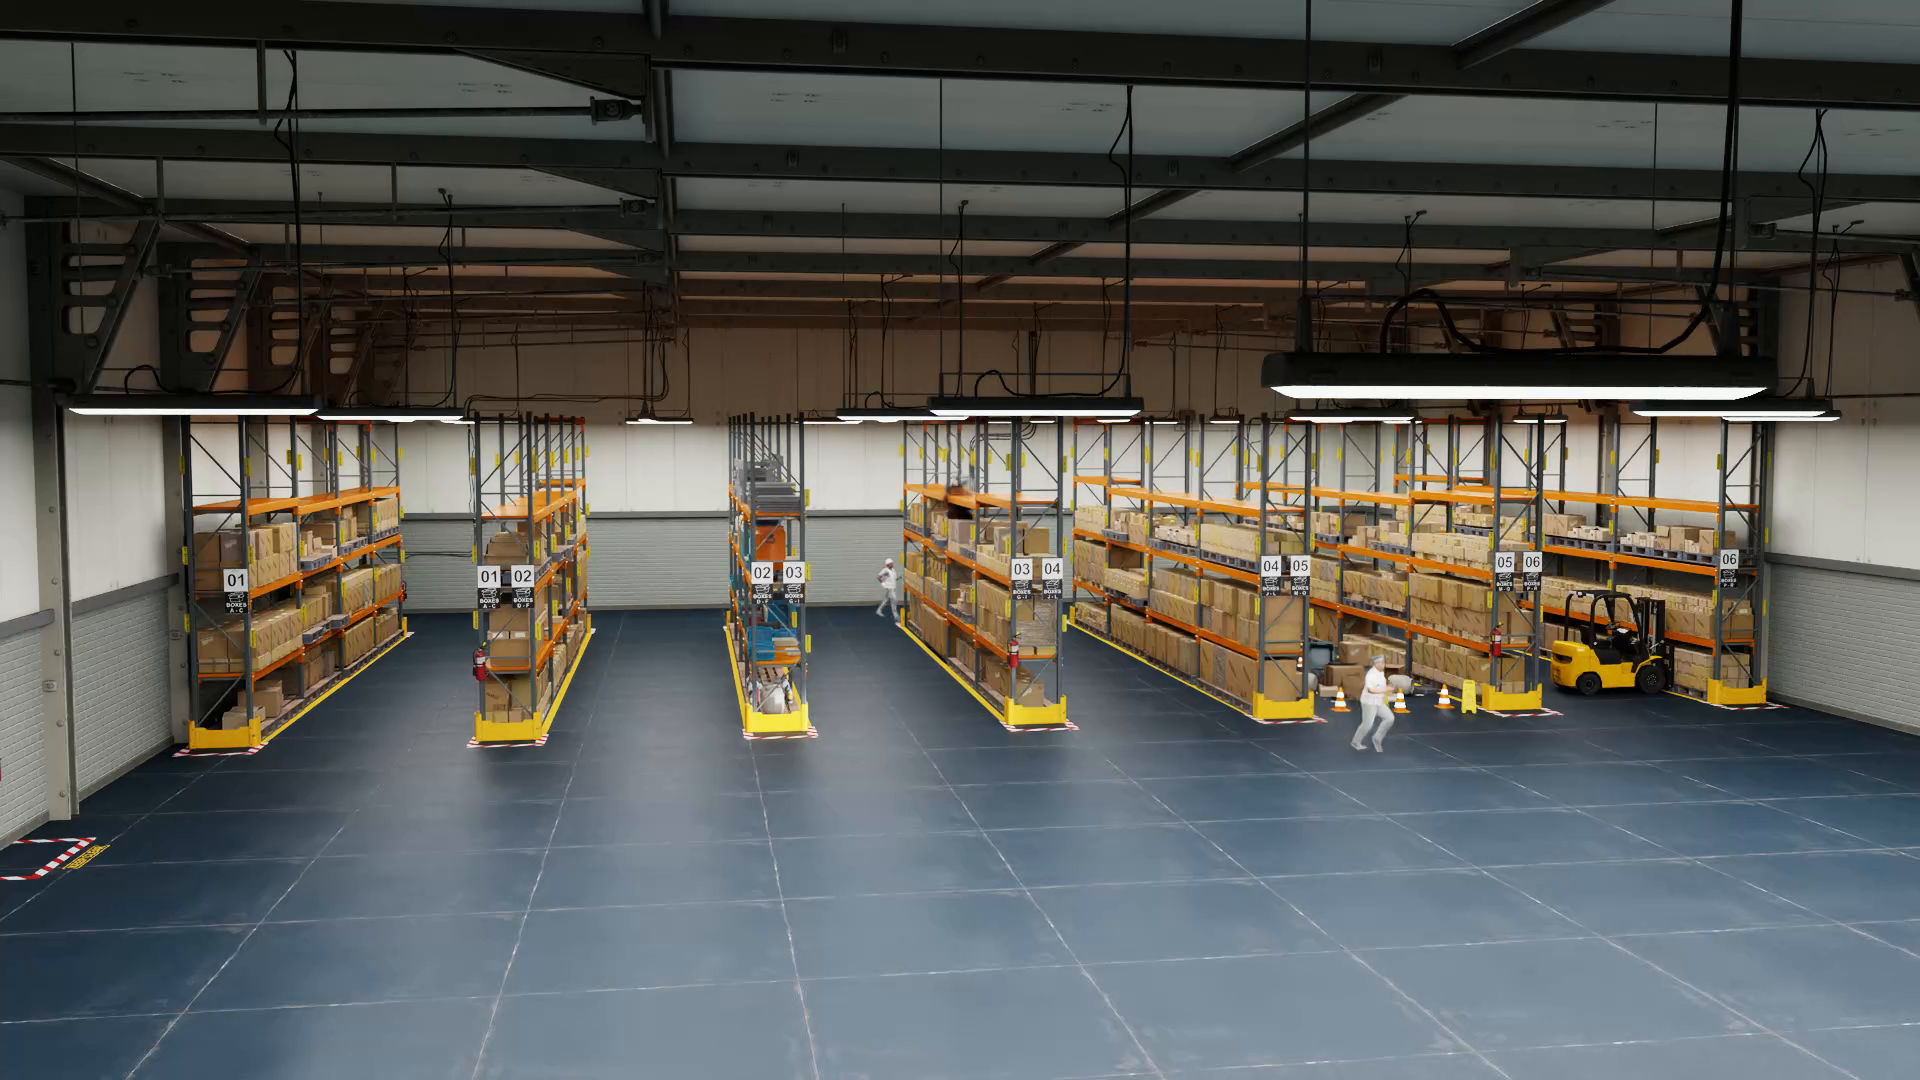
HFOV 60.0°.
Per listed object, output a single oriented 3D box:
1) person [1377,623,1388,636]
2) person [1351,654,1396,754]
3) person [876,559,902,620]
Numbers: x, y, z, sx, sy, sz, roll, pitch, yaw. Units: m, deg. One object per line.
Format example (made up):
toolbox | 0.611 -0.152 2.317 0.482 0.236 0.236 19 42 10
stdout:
person | 11.042 1.910 43.607 0.587 1.661 0.632 -1 4 -8
person | 7.254 2.865 29.132 0.837 1.784 0.692 3 5 39
person | -2.082 1.457 49.314 0.932 1.804 0.678 1 4 16
